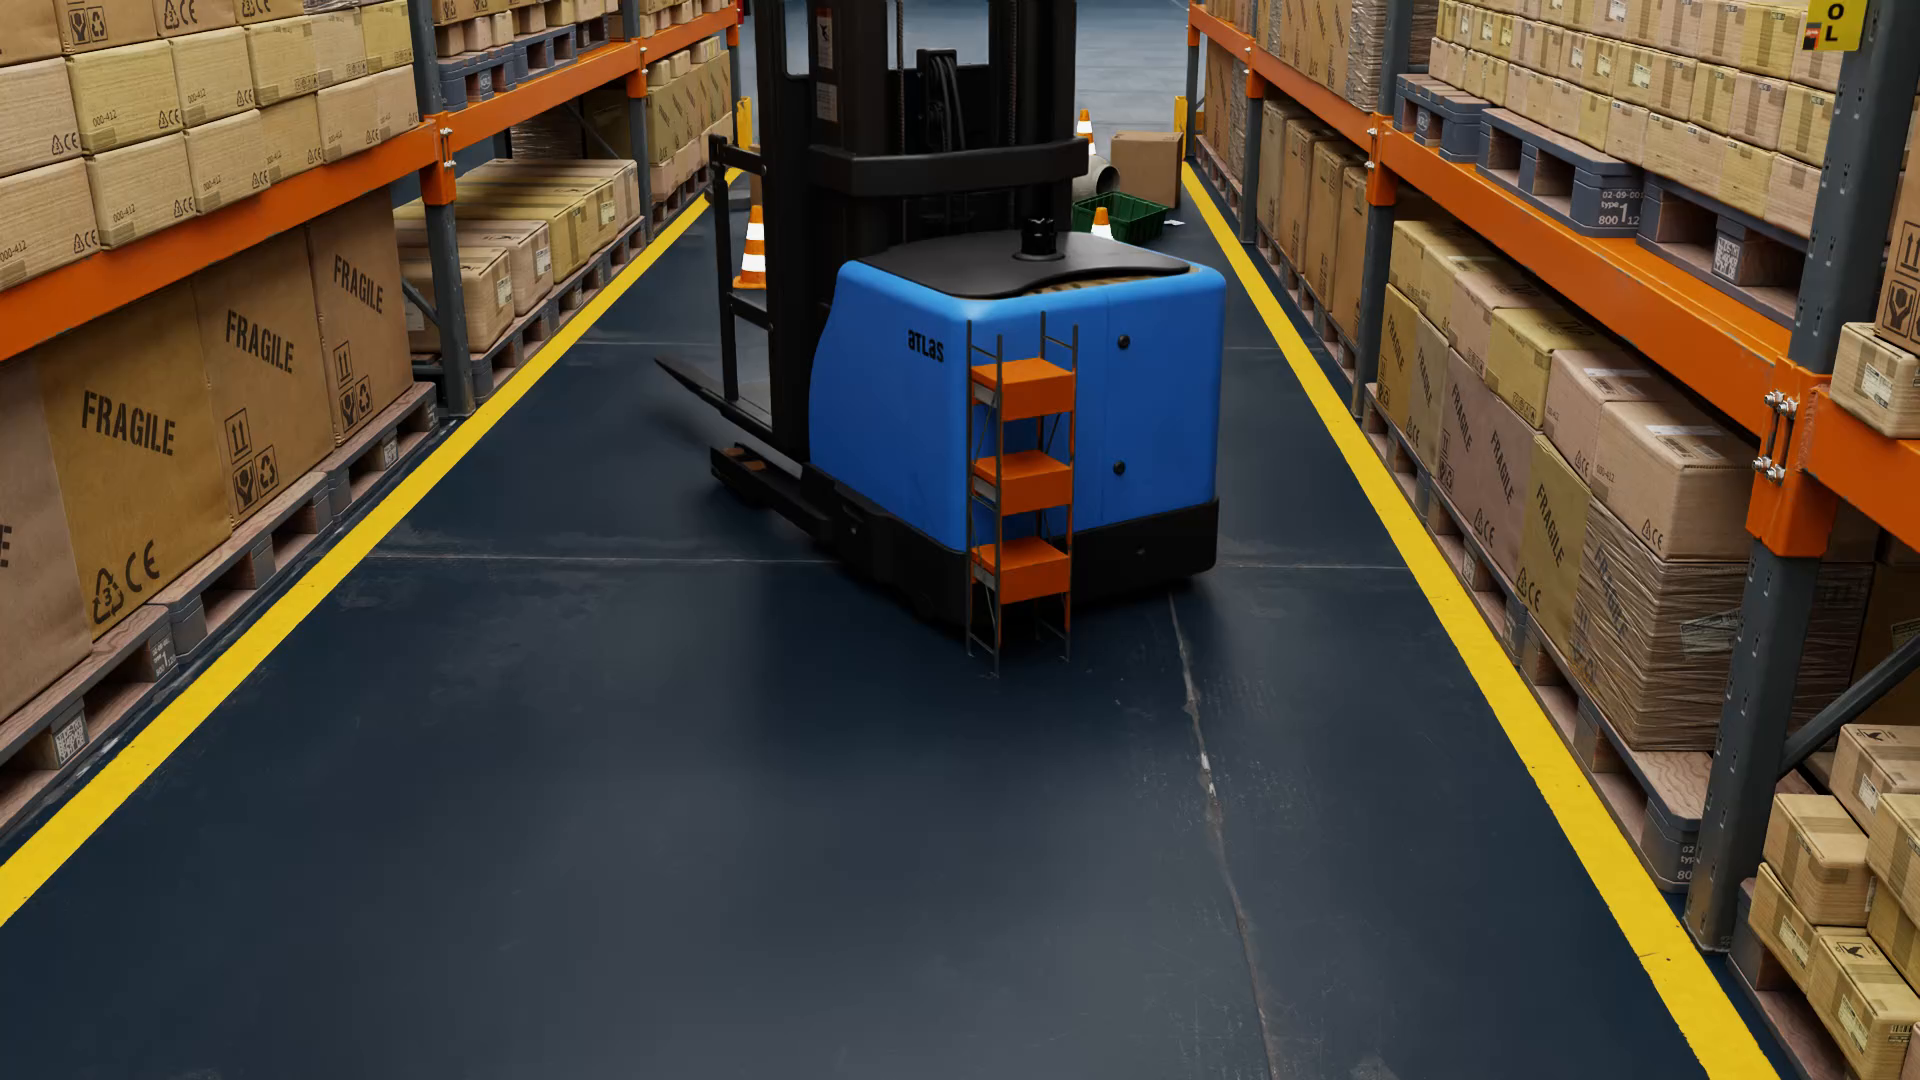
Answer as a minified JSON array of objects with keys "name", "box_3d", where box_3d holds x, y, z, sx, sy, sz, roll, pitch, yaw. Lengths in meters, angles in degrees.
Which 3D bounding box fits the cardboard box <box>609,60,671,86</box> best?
[{"name":"cardboard box","box_3d":[-2.217,-3.230,11.494,0.380,0.149,0.250,1,21,2]}]

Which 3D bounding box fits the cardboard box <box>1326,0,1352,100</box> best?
[{"name":"cardboard box","box_3d":[2.022,-2.338,7.769,0.500,0.500,0.500,1,21,2]}]

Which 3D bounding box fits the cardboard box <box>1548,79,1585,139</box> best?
[{"name":"cardboard box","box_3d":[1.997,-1.291,4.976,0.380,0.149,0.250,0,21,0]}]

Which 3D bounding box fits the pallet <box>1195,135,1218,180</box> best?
[{"name":"pallet","box_3d":[2.557,-3.248,14.107,1.003,0.211,1.213,1,21,2]}]

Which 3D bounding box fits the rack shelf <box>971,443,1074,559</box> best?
[{"name":"rack shelf","box_3d":[0.176,-0.118,4.912,0.240,0.259,0.215,-11,24,-25]}]

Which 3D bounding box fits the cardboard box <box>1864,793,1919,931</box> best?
[{"name":"cardboard box","box_3d":[1.853,0.578,2.930,0.380,0.149,0.250,2,21,4]}]

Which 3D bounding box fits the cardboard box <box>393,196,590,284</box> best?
[{"name":"cardboard box","box_3d":[-2.620,-1.679,9.262,0.950,0.372,0.625,1,21,3]}]

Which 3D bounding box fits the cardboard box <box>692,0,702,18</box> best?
[{"name":"cardboard box","box_3d":[-2.214,-4.138,12.893,0.380,0.149,0.250,0,21,1]}]

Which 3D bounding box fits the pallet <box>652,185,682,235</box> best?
[{"name":"pallet","box_3d":[-2.584,-2.353,11.800,1.003,0.211,1.213,1,21,2]}]

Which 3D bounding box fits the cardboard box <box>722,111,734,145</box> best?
[{"name":"cardboard box","box_3d":[-2.204,-3.466,14.035,0.500,0.250,0.500,1,21,1]}]

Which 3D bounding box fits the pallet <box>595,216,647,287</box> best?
[{"name":"pallet","box_3d":[-2.591,-1.828,10.448,1.003,0.211,1.213,1,21,2]}]

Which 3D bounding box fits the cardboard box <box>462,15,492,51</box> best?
[{"name":"cardboard box","box_3d":[-2.398,-2.357,7.725,0.380,0.149,0.250,-1,21,-2]}]

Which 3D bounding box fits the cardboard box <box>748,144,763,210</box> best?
[{"name":"cardboard box","box_3d":[-1.176,-2.618,12.081,0.500,0.500,0.500,18,27,38]}]

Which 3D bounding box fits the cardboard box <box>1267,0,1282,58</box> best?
[{"name":"cardboard box","box_3d":[2.082,-3.068,9.652,0.500,0.500,0.500,1,21,2]}]

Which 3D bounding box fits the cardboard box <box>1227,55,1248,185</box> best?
[{"name":"cardboard box","box_3d":[2.495,-3.149,12.355,0.875,0.875,0.875,1,21,2]}]

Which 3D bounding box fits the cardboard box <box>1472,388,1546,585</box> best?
[{"name":"cardboard box","box_3d":[1.945,-0.171,5.197,0.500,0.500,0.500,0,21,0]}]

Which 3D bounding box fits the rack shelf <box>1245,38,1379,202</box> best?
[{"name":"rack shelf","box_3d":[2.321,-2.333,8.889,1.077,0.370,4.000,1,21,2]}]

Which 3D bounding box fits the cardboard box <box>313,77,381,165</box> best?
[{"name":"cardboard box","box_3d":[-2.446,-1.523,6.014,0.500,0.250,0.500,1,21,3]}]

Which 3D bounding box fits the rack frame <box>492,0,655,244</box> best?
[{"name":"rack frame","box_3d":[-2.569,-3.409,10.669,1.000,3.000,0.127,1,21,2]}]

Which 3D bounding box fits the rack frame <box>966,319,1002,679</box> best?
[{"name":"rack frame","box_3d":[0.068,-0.108,4.856,0.008,1.050,0.200,-11,24,-25]}]

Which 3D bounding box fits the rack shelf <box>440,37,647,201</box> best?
[{"name":"rack shelf","box_3d":[-2.630,-2.351,8.935,1.077,0.370,4.000,1,21,2]}]

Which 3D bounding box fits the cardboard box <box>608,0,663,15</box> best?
[{"name":"cardboard box","box_3d":[-2.277,-3.751,10.999,0.500,0.500,0.500,1,21,1]}]

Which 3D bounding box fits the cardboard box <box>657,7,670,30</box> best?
[{"name":"cardboard box","box_3d":[-2.263,-3.680,11.714,0.380,0.149,0.250,1,21,3]}]

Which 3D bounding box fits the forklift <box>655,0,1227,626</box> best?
[{"name":"forklift","box_3d":[-0.324,-1.585,6.061,1.130,2.935,3.031,-12,24,-29]}]

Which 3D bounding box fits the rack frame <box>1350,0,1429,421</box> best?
[{"name":"rack frame","box_3d":[2.260,-1.945,6.895,1.000,3.000,0.127,1,21,2]}]

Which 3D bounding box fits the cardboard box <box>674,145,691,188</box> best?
[{"name":"cardboard box","box_3d":[-2.276,-2.727,12.130,0.500,0.250,0.500,2,21,5]}]

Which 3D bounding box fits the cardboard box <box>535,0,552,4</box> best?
[{"name":"cardboard box","box_3d":[-2.404,-3.066,8.653,0.500,0.500,0.500,0,21,0]}]

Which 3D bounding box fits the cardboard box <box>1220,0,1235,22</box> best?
[{"name":"cardboard box","box_3d":[2.425,-4.181,12.450,0.875,0.550,0.500,1,21,2]}]

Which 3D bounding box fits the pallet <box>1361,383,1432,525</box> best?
[{"name":"pallet","box_3d":[2.235,-0.363,6.672,1.003,0.211,1.213,1,21,2]}]

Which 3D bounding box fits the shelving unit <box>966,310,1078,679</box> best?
[{"name":"shelving unit","box_3d":[0.176,-0.128,4.908,0.252,1.050,0.215,-11,24,-25]}]

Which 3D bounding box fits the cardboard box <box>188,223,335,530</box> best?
[{"name":"cardboard box","box_3d":[-2.826,-0.597,5.778,0.875,0.875,0.875,1,21,2]}]

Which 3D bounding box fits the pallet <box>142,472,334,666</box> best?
[{"name":"pallet","box_3d":[-2.830,0.061,5.580,1.003,0.211,1.213,1,21,2]}]

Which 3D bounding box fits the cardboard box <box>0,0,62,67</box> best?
[{"name":"cardboard box","box_3d":[-2.524,-1.370,3.892,0.500,0.500,0.500,1,21,1]}]

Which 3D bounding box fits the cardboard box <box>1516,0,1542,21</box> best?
[{"name":"cardboard box","box_3d":[2.020,-1.757,5.354,0.380,0.149,0.250,2,21,4]}]

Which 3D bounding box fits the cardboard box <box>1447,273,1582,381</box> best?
[{"name":"cardboard box","box_3d":[1.954,-0.716,5.567,0.500,0.250,0.500,1,21,2]}]

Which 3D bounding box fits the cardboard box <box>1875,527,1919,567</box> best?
[{"name":"cardboard box","box_3d":[2.425,-0.143,4.090,0.500,0.250,0.500,0,21,-1]}]

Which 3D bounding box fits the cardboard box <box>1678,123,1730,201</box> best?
[{"name":"cardboard box","box_3d":[1.970,-0.907,3.987,0.380,0.149,0.250,1,21,1]}]

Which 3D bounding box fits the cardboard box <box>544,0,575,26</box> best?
[{"name":"cardboard box","box_3d":[-2.354,-2.930,9.201,0.380,0.149,0.250,1,21,2]}]

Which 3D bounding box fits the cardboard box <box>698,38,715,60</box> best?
[{"name":"cardboard box","box_3d":[-2.166,-3.905,13.233,0.380,0.149,0.250,1,21,3]}]

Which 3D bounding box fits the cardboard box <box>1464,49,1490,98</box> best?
[{"name":"cardboard box","box_3d":[2.029,-1.670,5.952,0.380,0.149,0.250,2,21,4]}]

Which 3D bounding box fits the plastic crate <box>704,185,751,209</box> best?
[{"name":"plastic crate","box_3d":[-1.701,-2.607,12.637,0.402,0.080,0.583,-7,22,-17]}]

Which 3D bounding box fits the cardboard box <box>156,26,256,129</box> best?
[{"name":"cardboard box","box_3d":[-2.474,-1.390,4.980,0.500,0.250,0.500,0,21,0]}]

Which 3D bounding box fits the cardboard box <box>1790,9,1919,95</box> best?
[{"name":"cardboard box","box_3d":[1.956,-1.002,3.409,0.380,0.149,0.250,2,21,4]}]

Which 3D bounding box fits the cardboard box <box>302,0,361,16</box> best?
[{"name":"cardboard box","box_3d":[-2.452,-2.100,5.775,0.500,0.500,0.500,1,21,3]}]

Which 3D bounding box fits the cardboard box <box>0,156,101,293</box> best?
[{"name":"cardboard box","box_3d":[-2.521,-0.790,4.126,0.500,0.250,0.500,0,21,0]}]

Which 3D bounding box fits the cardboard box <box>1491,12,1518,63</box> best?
[{"name":"cardboard box","box_3d":[2.027,-1.704,5.630,0.380,0.149,0.250,1,21,2]}]

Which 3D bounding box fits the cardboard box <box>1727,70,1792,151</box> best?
[{"name":"cardboard box","box_3d":[1.960,-0.958,3.706,0.380,0.149,0.250,1,21,2]}]

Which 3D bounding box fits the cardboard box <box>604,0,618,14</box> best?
[{"name":"cardboard box","box_3d":[-2.309,-3.299,10.151,0.380,0.149,0.250,1,21,2]}]

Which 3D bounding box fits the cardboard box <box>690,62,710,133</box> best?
[{"name":"cardboard box","box_3d":[-2.246,-3.455,12.972,0.500,0.500,0.500,0,21,0]}]

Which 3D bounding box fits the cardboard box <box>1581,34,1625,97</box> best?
[{"name":"cardboard box","box_3d":[1.990,-1.339,4.689,0.380,0.149,0.250,1,21,2]}]

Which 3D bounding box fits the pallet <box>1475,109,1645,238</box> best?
[{"name":"pallet","box_3d":[2.241,-1.140,5.084,1.003,0.211,1.213,1,21,2]}]

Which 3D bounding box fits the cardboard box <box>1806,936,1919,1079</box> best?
[{"name":"cardboard box","box_3d":[1.798,0.859,3.030,0.380,0.149,0.250,1,21,3]}]

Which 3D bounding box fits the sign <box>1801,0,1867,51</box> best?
[{"name":"sign","box_3d":[1.584,-1.043,2.971,0.100,0.325,0.005,1,21,2]}]

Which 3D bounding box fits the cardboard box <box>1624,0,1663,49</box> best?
[{"name":"cardboard box","box_3d":[1.992,-1.377,4.374,0.380,0.149,0.250,0,21,0]}]

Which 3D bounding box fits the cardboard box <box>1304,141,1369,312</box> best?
[{"name":"cardboard box","box_3d":[2.392,-1.627,8.606,1.050,0.750,0.750,1,21,2]}]
